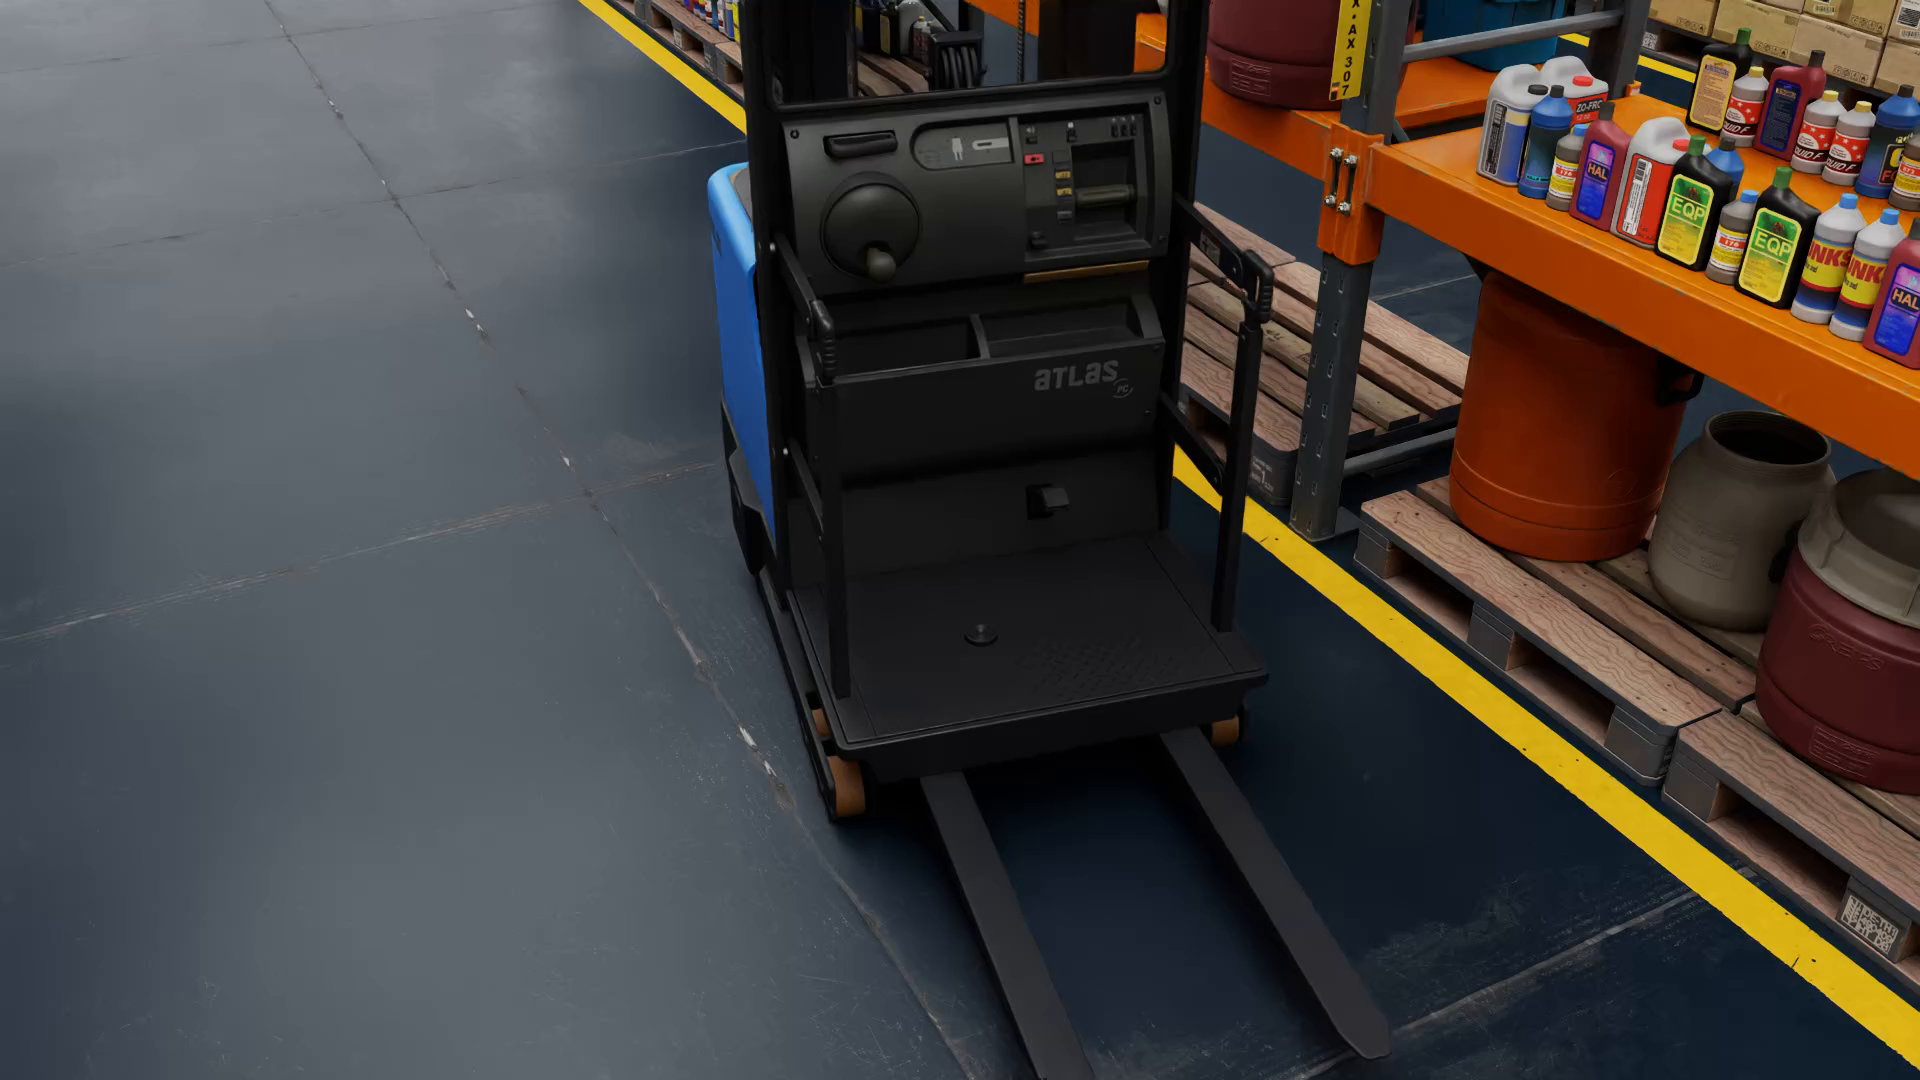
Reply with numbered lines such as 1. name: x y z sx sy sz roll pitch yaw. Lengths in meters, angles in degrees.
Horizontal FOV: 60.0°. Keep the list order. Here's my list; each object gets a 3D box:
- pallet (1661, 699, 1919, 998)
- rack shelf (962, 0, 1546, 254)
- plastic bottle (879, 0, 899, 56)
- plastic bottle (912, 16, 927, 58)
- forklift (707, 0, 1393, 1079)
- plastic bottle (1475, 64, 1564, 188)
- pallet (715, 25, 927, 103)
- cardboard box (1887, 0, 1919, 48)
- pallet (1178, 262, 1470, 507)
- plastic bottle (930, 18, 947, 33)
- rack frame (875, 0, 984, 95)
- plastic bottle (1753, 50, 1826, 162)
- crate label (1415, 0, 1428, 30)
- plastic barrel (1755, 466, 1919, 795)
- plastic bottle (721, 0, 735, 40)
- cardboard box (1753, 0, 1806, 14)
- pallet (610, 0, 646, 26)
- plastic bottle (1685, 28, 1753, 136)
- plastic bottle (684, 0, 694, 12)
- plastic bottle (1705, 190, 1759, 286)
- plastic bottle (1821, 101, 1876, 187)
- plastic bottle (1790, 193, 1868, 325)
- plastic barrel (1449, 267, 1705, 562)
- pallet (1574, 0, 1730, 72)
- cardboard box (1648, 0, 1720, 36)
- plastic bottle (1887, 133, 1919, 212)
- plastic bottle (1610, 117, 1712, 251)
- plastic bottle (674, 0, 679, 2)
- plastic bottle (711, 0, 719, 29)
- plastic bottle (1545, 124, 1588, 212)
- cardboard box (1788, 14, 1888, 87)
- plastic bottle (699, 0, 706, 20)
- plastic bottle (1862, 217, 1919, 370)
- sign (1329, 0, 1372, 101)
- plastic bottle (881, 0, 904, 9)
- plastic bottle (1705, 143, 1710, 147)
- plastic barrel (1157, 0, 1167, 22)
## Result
1. pallet: 2.487 0.722 3.927 1.003 0.211 1.213 -16 36 -23
2. rack shelf: 0.585 -2.050 6.337 1.077 0.370 4.000 -16 36 -23
3. plastic bottle: -0.377 -2.732 8.844 0.061 0.283 0.133 -16 36 -23
4. plastic bottle: -0.203 -2.674 8.830 0.097 0.201 0.097 0 33 0
5. forklift: 0.115 -0.775 3.742 1.130 2.935 3.031 -9 34 -13
6. plastic bottle: 1.433 -1.059 4.237 0.152 0.276 0.135 -16 36 -23
7. pallet: -0.624 -2.465 8.901 1.003 0.211 1.213 -16 36 -23
8. cardboard box: 4.958 -2.574 8.127 0.500 0.311 0.500 -16 36 -23
9. pallet: 1.190 -0.604 5.997 1.003 0.211 1.213 -16 36 -23
10. plastic bottle: -0.108 -2.607 8.659 0.097 0.271 0.097 0 33 0
11. rack frame: -0.348 -3.308 7.633 1.000 3.000 0.127 -16 36 -23
12. plastic bottle: 2.191 -1.154 4.379 0.061 0.283 0.133 -16 36 -23
13. crate label: 1.293 -1.956 5.490 0.502 0.435 0.616 -16 36 -23
14. plastic barrel: 2.287 0.208 3.991 0.600 0.588 0.708 -16 36 -23
15. plastic bottle: -1.215 -2.905 9.121 0.152 0.276 0.135 -15 36 -22
16. cardboard box: 4.480 -3.060 8.886 0.500 0.311 0.500 -17 36 -25
17. pallet: -1.762 -3.629 10.719 1.003 0.211 1.213 -16 36 -23
18. plastic bottle: 2.083 -1.264 4.551 0.061 0.283 0.133 -16 36 -23
19. plastic bottle: -1.554 -3.202 9.577 0.061 0.283 0.133 -15 36 -22
20. plastic bottle: 1.741 -0.681 3.716 0.097 0.201 0.097 0 33 0
21. plastic bottle: 2.274 -1.013 4.235 0.097 0.201 0.097 0 33 0
22. plastic bottle: 1.848 -0.600 3.525 0.097 0.271 0.097 0 33 0
23. plastic barrel: 1.760 -0.433 4.767 0.600 0.830 0.708 -16 36 -23
24. pallet: 4.414 -3.036 9.793 1.003 0.211 1.213 -16 36 -23
25. cardboard box: 4.242 -3.072 9.424 0.500 0.250 0.500 -15 36 -22
26. plastic bottle: 2.365 -0.920 4.090 0.097 0.201 0.097 0 33 0
27. plastic bottle: 1.649 -0.838 3.893 0.152 0.276 0.135 -16 36 -23
28. plastic bottle: -1.643 -3.310 9.757 0.097 0.271 0.097 0 33 0
29. plastic bottle: -1.342 -3.002 9.276 0.097 0.271 0.097 0 33 0
30. plastic bottle: 1.508 -0.919 4.088 0.097 0.201 0.097 0 33 0
31. cardboard box: 4.722 -2.582 8.660 0.500 0.250 0.500 -15 36 -22
32. plastic bottle: -1.437 -3.098 9.427 0.097 0.271 0.097 0 33 0
33. plastic bottle: 1.932 -0.499 3.357 0.061 0.283 0.133 -16 36 -23
34. sign: 1.034 -1.326 4.388 0.100 0.325 0.005 -16 36 -23
35. plastic bottle: -0.357 -2.867 8.993 0.144 0.351 0.185 -15 36 -22
36. plastic bottle: 1.751 -0.847 3.975 0.097 0.201 0.097 0 33 0
37. plastic barrel: 0.849 -1.883 5.305 0.421 0.512 0.421 0 33 0
